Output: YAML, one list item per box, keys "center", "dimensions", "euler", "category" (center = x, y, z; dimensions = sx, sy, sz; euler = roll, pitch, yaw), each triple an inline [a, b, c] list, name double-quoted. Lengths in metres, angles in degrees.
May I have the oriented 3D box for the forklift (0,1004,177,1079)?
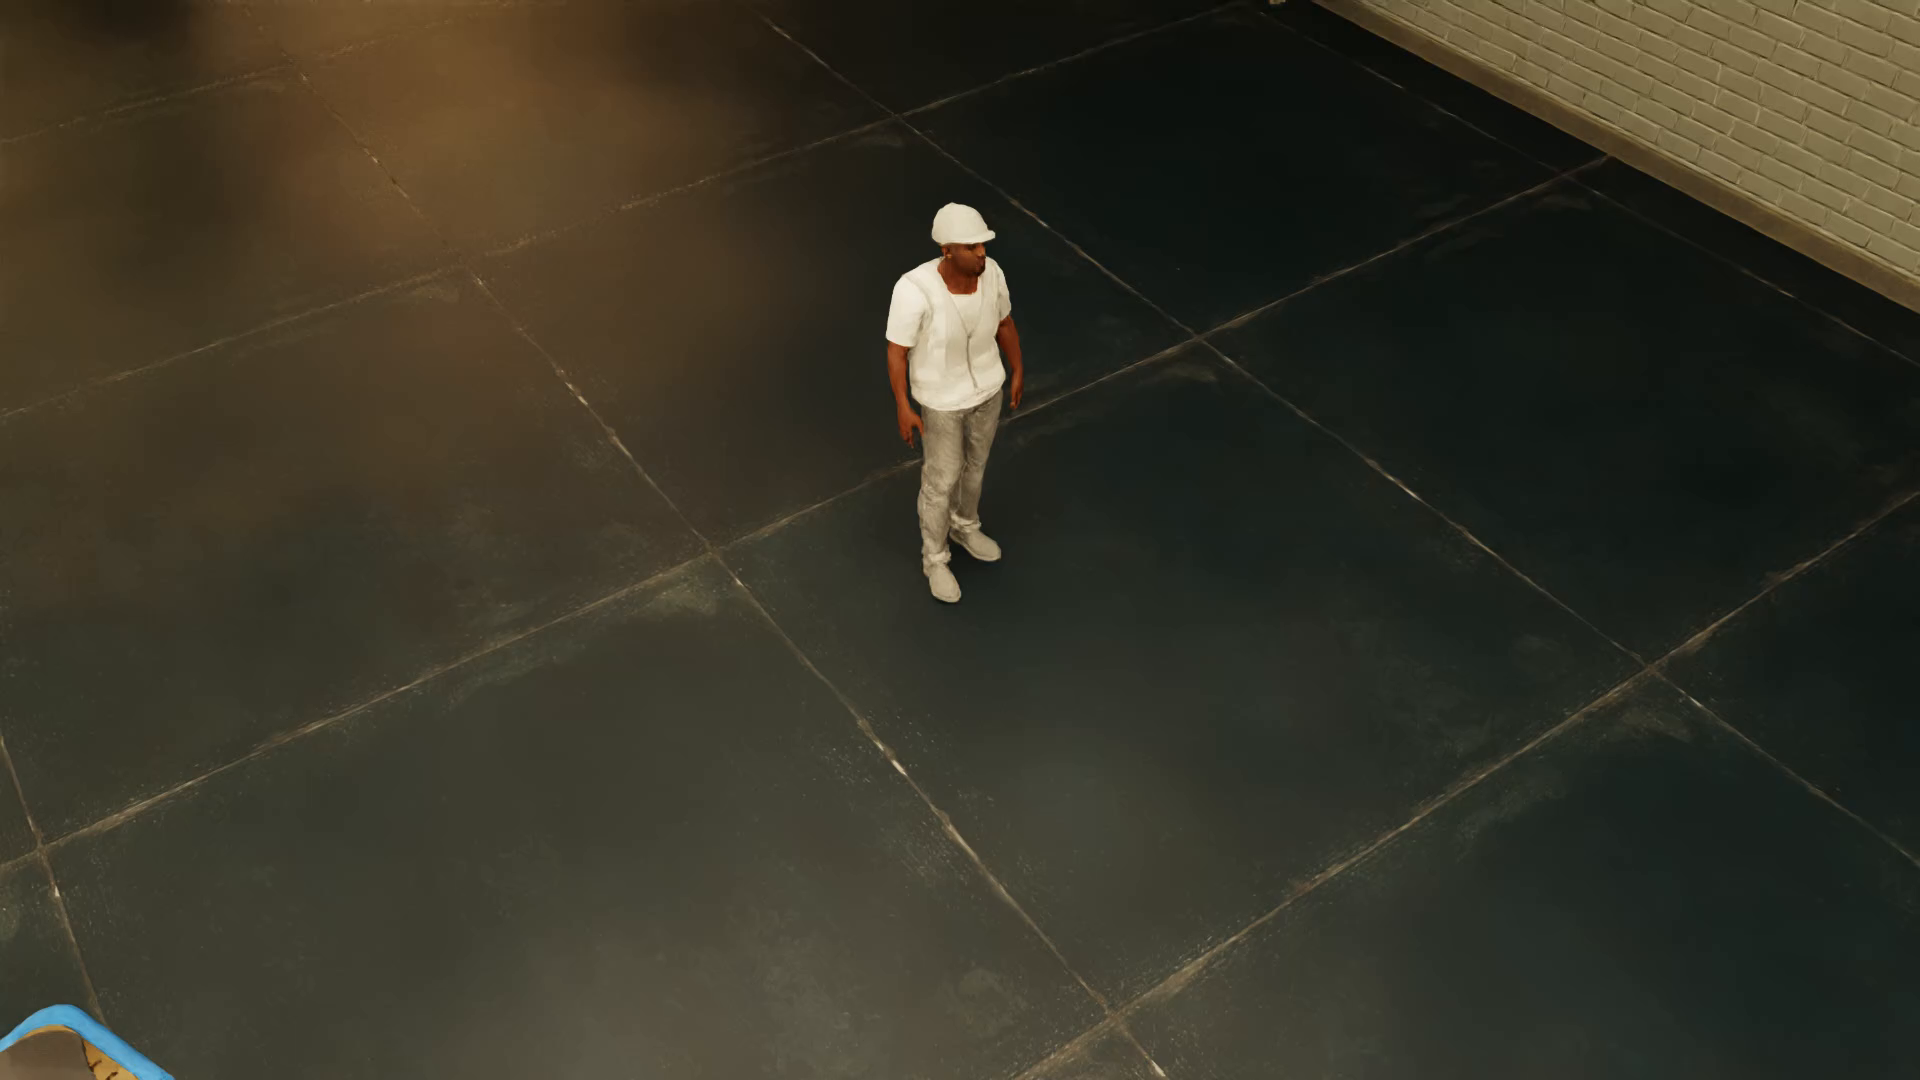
- center: [-3.025, 2.063, 3.476]
  dimensions: [1.130, 2.935, 3.031]
  euler: [23, 47, 23]
  category: "forklift"

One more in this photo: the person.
- center: [0.035, -0.614, 7.231]
  dimensions: [0.665, 1.766, 0.576]
  euler: [-25, 48, -25]
  category: "person"
